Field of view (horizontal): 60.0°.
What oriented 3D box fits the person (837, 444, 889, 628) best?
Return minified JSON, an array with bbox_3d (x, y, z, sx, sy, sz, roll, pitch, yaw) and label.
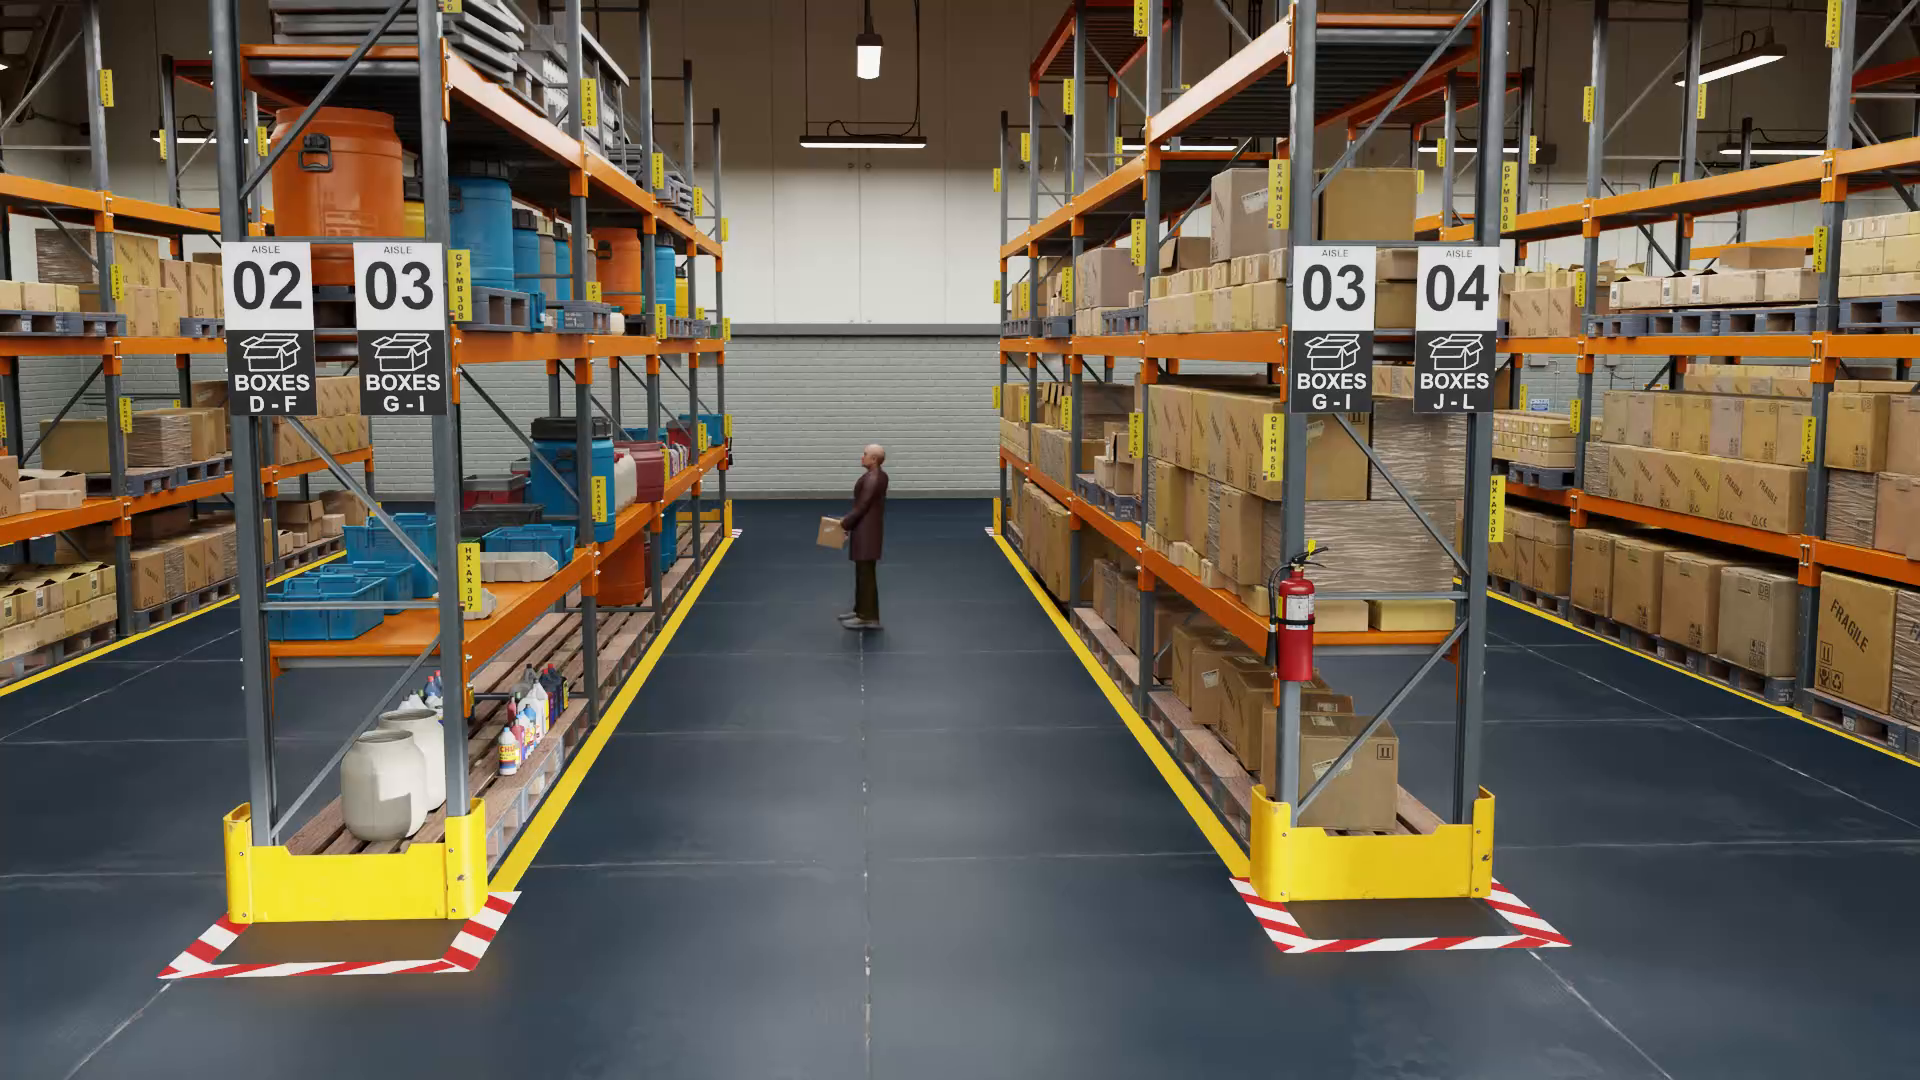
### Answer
[{"bbox_3d":[-0.977,-0.043,16.132,0.540,1.779,0.562,1,7,7],"label":"person"}]
